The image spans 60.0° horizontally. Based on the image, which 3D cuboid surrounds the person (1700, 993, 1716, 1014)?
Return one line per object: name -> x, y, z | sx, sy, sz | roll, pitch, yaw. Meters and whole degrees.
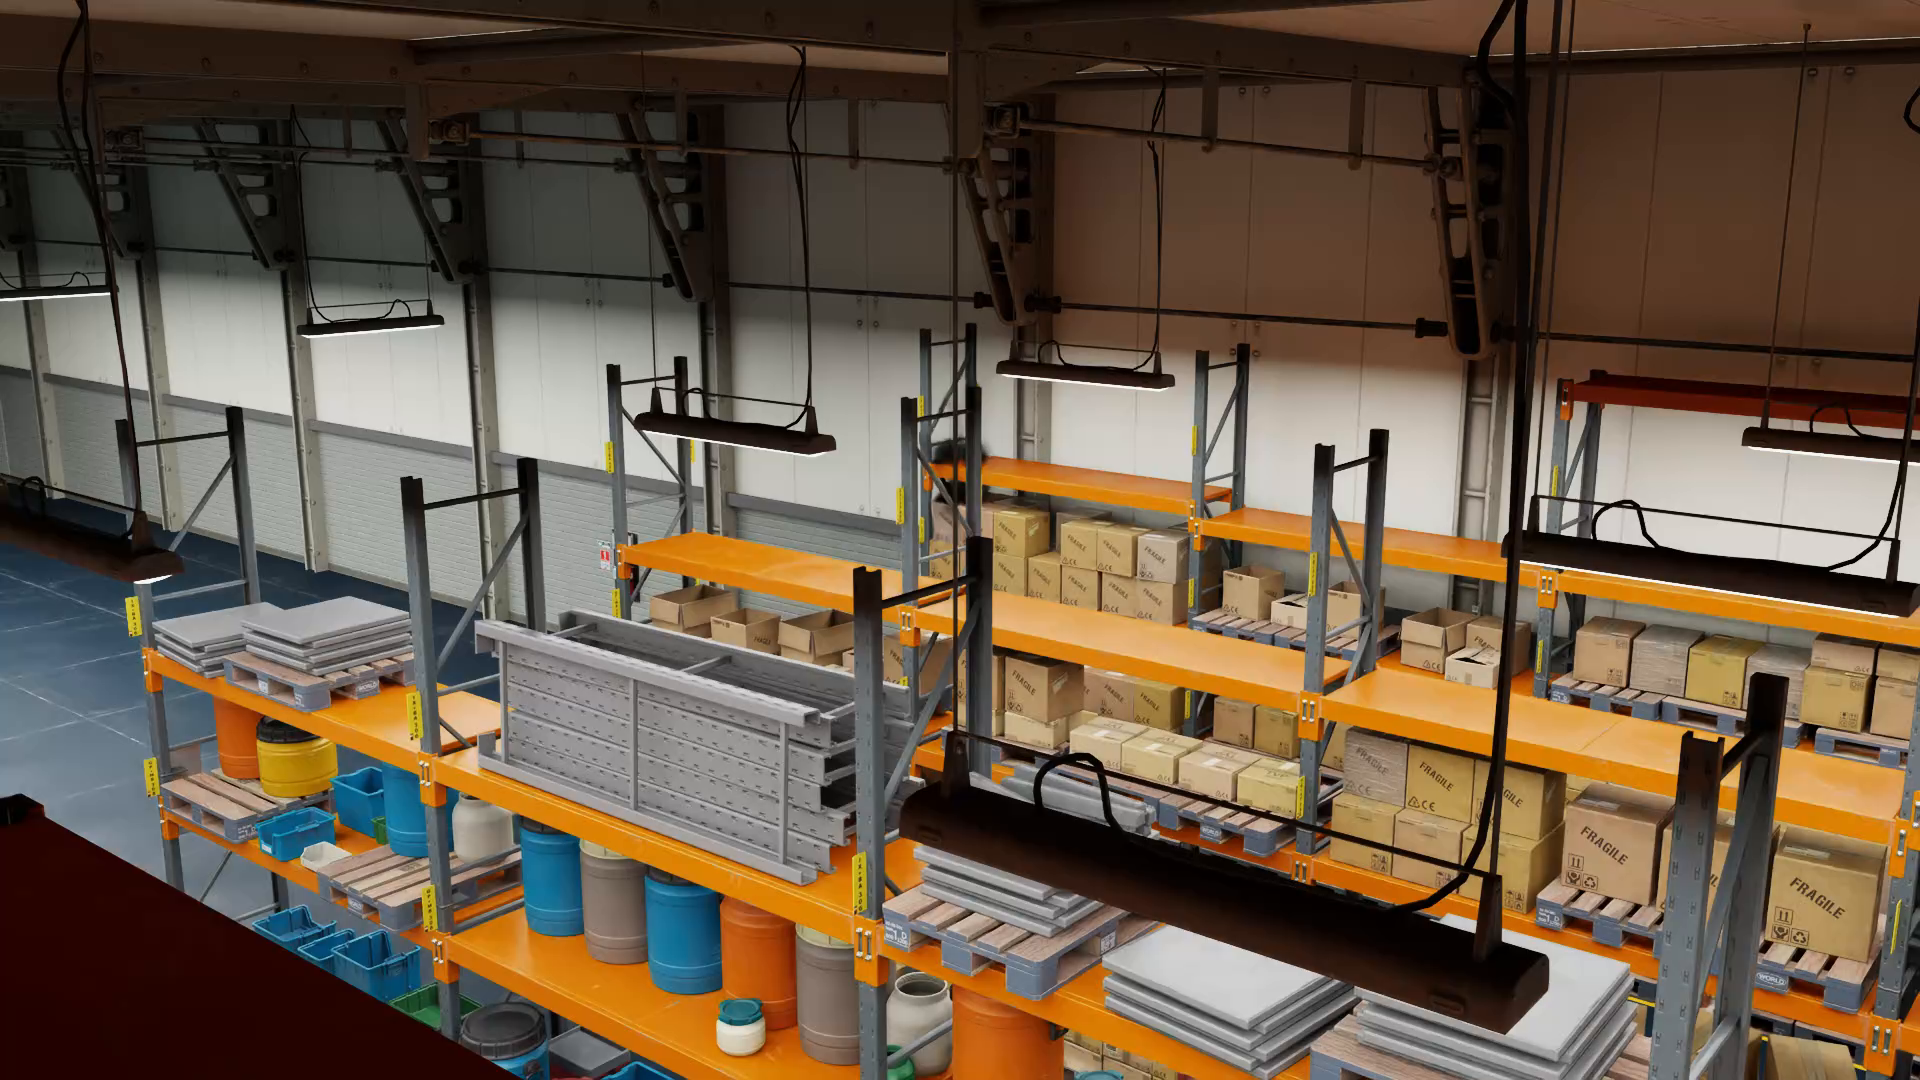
person -> 5.945, 4.296, 13.216 | 0.825, 1.823, 0.631 | 11, 17, 40
